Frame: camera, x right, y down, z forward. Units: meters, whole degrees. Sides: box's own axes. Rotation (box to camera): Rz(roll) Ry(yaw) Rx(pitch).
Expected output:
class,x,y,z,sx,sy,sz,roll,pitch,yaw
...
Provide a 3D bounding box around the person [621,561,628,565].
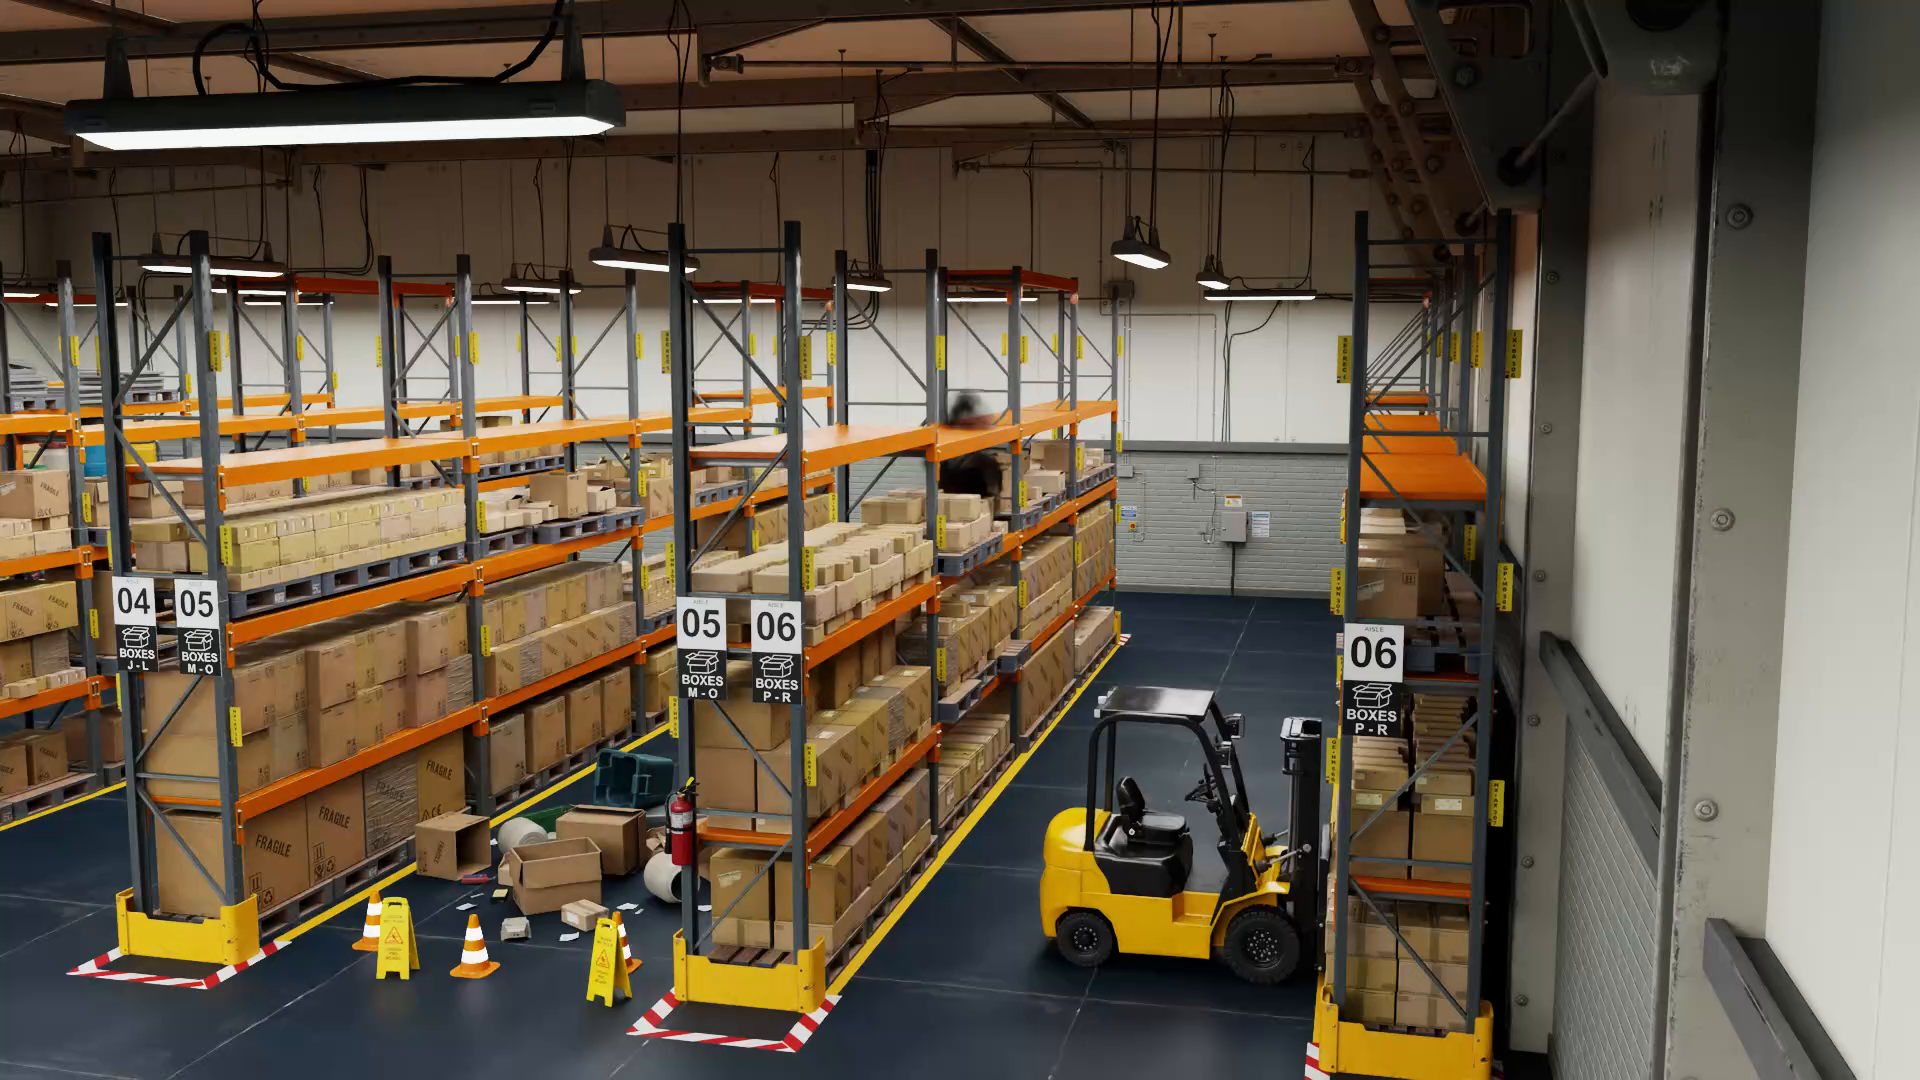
class,x,y,z,sx,sy,sz,roll,pitch,yaw
person,-5.185,1.183,25.680,0.685,1.735,0.599,2,7,14
